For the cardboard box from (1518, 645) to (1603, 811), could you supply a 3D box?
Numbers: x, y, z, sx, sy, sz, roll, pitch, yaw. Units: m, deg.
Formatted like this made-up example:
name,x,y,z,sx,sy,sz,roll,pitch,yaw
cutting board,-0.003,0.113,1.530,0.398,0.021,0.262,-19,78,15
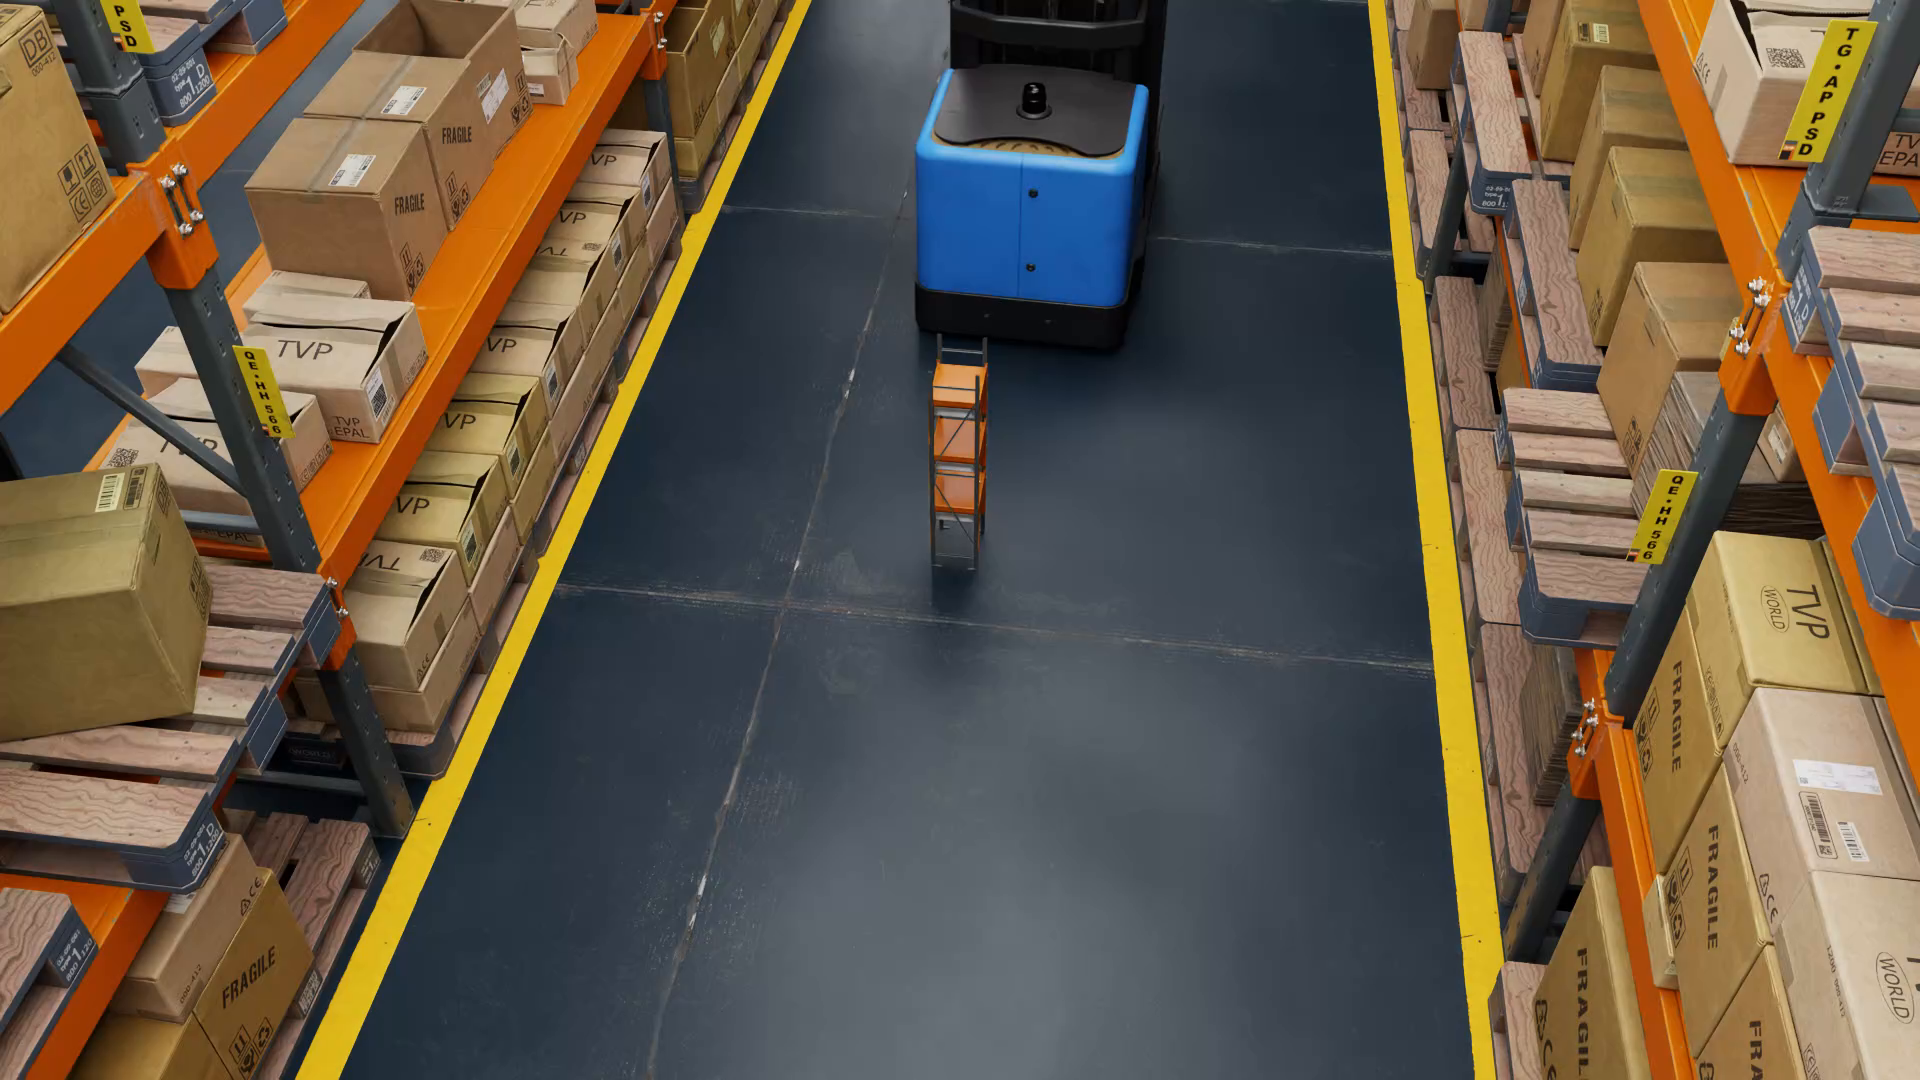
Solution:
name,x,y,z,sx,sy,sz,roll,pitch,yaw
cardboard box,2.427,0.630,5.924,0.700,0.500,0.500,6,44,6

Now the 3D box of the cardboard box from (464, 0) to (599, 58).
name,x,y,z,sx,sy,sz,roll,pitch,yaw
cardboard box,-2.020,-2.403,7.737,0.500,0.250,0.500,8,44,8

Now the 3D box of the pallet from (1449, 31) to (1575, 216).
name,x,y,z,sx,sy,sz,roll,pitch,yaw
pallet,2.667,-1.772,7.101,1.003,0.211,1.213,5,44,6

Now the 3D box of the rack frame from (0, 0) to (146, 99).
name,x,y,z,sx,sy,sz,roll,pitch,yaw
rack frame,-2.527,-2.249,3.102,1.000,3.000,0.127,5,44,6

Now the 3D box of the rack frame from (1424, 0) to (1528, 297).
name,x,y,z,sx,sy,sz,roll,pitch,yaw
rack frame,2.912,-2.349,7.571,1.000,3.000,0.127,5,44,6

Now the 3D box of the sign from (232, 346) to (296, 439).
name,x,y,z,sx,sy,sz,roll,pitch,yaw
sign,-1.988,-0.419,4.749,0.100,0.325,0.005,5,44,6

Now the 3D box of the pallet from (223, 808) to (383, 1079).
name,x,y,z,sx,sy,sz,roll,pitch,yaw
pallet,-2.663,1.447,5.590,1.003,0.211,1.213,5,44,6

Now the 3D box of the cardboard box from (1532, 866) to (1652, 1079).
name,x,y,z,sx,sy,sz,roll,pitch,yaw
cardboard box,2.156,1.495,4.770,0.750,0.750,0.750,5,44,5

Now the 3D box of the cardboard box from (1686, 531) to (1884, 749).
name,x,y,z,sx,sy,sz,roll,pitch,yaw
cardboard box,2.064,0.259,3.968,0.500,0.250,0.500,6,44,7

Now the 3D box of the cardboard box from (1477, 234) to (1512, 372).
name,x,y,z,sx,sy,sz,roll,pitch,yaw
cardboard box,2.832,-1.098,7.748,0.700,0.500,0.500,7,44,7

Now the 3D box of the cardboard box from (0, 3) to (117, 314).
name,x,y,z,sx,sy,sz,roll,pitch,yaw
cardboard box,-2.551,-0.896,3.782,0.910,0.500,0.500,5,44,6

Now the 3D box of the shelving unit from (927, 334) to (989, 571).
name,x,y,z,sx,sy,sz,roll,pitch,yaw
shelving unit,-0.007,-0.345,6.873,0.215,1.050,0.252,5,44,6

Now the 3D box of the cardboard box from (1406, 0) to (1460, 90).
name,x,y,z,sx,sy,sz,roll,pitch,yaw
cardboard box,3.039,-2.980,9.736,0.700,0.500,0.500,3,44,3

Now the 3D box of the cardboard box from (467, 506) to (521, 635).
name,x,y,z,sx,sy,sz,roll,pitch,yaw
cardboard box,-2.101,0.103,6.677,0.500,0.250,0.500,4,44,4

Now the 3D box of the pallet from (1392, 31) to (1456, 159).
name,x,y,z,sx,sy,sz,roll,pitch,yaw
pallet,3.125,-2.631,9.897,1.003,0.211,1.213,5,44,6

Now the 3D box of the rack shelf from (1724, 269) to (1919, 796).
name,x,y,z,sx,sy,sz,roll,pitch,yaw
rack shelf,2.119,0.912,2.469,1.077,0.370,4.000,5,44,6

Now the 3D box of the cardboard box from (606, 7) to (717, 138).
name,x,y,z,sx,sy,sz,roll,pitch,yaw
cardboard box,-1.627,-2.511,8.891,0.500,0.500,0.500,5,44,6

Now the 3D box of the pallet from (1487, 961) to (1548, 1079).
name,x,y,z,sx,sy,sz,roll,pitch,yaw
pallet,2.205,1.920,5.091,1.003,0.211,1.213,5,44,6

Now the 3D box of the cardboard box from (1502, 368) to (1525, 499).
name,x,y,z,sx,sy,sz,roll,pitch,yaw
cardboard box,2.705,-0.397,7.008,0.700,0.500,0.500,6,44,6

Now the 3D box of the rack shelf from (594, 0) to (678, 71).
name,x,y,z,sx,sy,sz,roll,pitch,yaw
rack shelf,-1.734,-3.898,9.731,1.077,0.370,4.000,5,44,6

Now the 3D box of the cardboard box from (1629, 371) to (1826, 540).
name,x,y,z,sx,sy,sz,roll,pitch,yaw
cardboard box,2.436,-0.140,4.846,0.700,0.500,0.500,1,43,1

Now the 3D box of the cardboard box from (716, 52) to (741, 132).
name,x,y,z,sx,sy,sz,roll,pitch,yaw
cardboard box,-1.565,-2.579,9.509,0.500,0.250,0.500,5,44,6

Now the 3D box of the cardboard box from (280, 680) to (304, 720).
name,x,y,z,sx,sy,sz,roll,pitch,yaw
cardboard box,-2.699,0.395,6.368,0.500,0.250,0.500,6,44,7

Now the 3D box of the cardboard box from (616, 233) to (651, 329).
name,x,y,z,sx,sy,sz,roll,pitch,yaw
cardboard box,-1.834,-1.297,8.155,0.500,0.250,0.500,5,44,5

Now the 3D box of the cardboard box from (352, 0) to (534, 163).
name,x,y,z,sx,sy,sz,roll,pitch,yaw
cardboard box,-2.186,-1.952,7.079,0.500,0.500,0.500,8,44,9

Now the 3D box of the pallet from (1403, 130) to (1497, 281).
name,x,y,z,sx,sy,sz,roll,pitch,yaw
pallet,2.966,-1.797,9.017,1.003,0.211,1.213,5,44,6

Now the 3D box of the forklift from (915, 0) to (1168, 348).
name,x,y,z,sx,sy,sz,roll,pitch,yaw
forklift,0.535,-3.028,8.338,1.130,2.935,3.031,7,44,7

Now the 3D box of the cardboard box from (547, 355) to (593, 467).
name,x,y,z,sx,sy,sz,roll,pitch,yaw
cardboard box,-1.970,-0.602,7.420,0.500,0.250,0.500,6,44,6

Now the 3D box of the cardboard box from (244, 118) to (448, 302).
name,x,y,z,sx,sy,sz,roll,pitch,yaw
cardboard box,-2.321,-1.252,6.340,0.500,0.500,0.500,3,44,3

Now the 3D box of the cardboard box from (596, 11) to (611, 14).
name,x,y,z,sx,sy,sz,roll,pitch,yaw
cardboard box,-2.076,-2.899,9.301,0.500,0.500,0.500,5,44,6

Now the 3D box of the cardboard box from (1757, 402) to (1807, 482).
name,x,y,z,sx,sy,sz,roll,pitch,yaw
cardboard box,2.399,-0.292,4.535,0.380,0.149,0.250,0,43,0

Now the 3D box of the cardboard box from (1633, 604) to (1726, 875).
name,x,y,z,sx,sy,sz,roll,pitch,yaw
cardboard box,2.066,0.533,4.224,0.500,0.500,0.500,6,44,7

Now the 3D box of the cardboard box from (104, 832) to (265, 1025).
name,x,y,z,sx,sy,sz,roll,pitch,yaw
cardboard box,-2.421,1.103,4.879,0.500,0.250,0.500,7,44,7

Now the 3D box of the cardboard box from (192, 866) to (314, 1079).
name,x,y,z,sx,sy,sz,roll,pitch,yaw
cardboard box,-2.418,1.336,5.178,0.500,0.500,0.500,7,44,7

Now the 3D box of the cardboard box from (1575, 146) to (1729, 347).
name,x,y,z,sx,sy,sz,roll,pitch,yaw
cardboard box,2.578,-0.991,5.745,0.700,0.500,0.500,5,44,6

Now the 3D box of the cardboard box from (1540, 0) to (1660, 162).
name,x,y,z,sx,sy,sz,roll,pitch,yaw
cardboard box,2.730,-1.821,6.621,0.700,0.500,0.500,9,44,10

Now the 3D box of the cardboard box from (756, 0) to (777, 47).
name,x,y,z,sx,sy,sz,roll,pitch,yaw
cardboard box,-1.434,-3.261,10.229,0.500,0.250,0.500,5,44,6

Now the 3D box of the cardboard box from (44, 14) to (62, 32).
name,x,y,z,sx,sy,sz,roll,pitch,yaw
cardboard box,-2.523,-1.572,4.373,0.500,0.250,0.500,2,43,2

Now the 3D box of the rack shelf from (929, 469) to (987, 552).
name,x,y,z,sx,sy,sz,roll,pitch,yaw
rack shelf,-0.007,-0.135,7.071,0.215,0.259,0.240,5,44,6

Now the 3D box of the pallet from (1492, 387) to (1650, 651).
name,x,y,z,sx,sy,sz,roll,pitch,yaw
pallet,2.372,-0.049,5.281,1.213,0.211,1.003,5,44,6

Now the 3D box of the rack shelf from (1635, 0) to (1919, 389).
name,x,y,z,sx,sy,sz,roll,pitch,yaw
rack shelf,2.648,-1.814,5.348,1.077,0.370,4.000,5,44,6

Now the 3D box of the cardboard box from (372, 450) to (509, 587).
name,x,y,z,sx,sy,sz,roll,pitch,yaw
cardboard box,-2.106,-0.117,6.501,0.500,0.311,0.500,4,44,4

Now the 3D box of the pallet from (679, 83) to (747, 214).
name,x,y,z,sx,sy,sz,roll,pitch,yaw
pallet,-1.852,-2.322,9.571,1.003,0.211,1.213,5,44,6

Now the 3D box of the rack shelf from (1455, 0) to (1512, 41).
name,x,y,z,sx,sy,sz,roll,pitch,yaw
rack shelf,3.177,-3.451,9.258,1.077,0.370,4.000,5,44,6

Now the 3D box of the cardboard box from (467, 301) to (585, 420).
name,x,y,z,sx,sy,sz,roll,pitch,yaw
cardboard box,-1.969,-0.815,7.238,0.500,0.311,0.500,5,44,5

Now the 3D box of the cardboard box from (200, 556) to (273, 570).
name,x,y,z,sx,sy,sz,roll,pitch,yaw
cardboard box,-2.702,0.192,6.174,0.500,0.311,0.500,6,44,7

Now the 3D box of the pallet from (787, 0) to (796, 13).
name,x,y,z,sx,sy,sz,roll,pitch,yaw
pallet,-1.529,-3.985,11.327,1.003,0.211,1.213,5,44,6

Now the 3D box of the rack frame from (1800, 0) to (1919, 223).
name,x,y,z,sx,sy,sz,roll,pitch,yaw
rack frame,2.384,-1.801,2.630,1.000,3.000,0.127,5,44,6

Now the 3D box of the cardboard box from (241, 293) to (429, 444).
name,x,y,z,sx,sy,sz,roll,pitch,yaw
cardboard box,-2.217,-0.630,5.821,0.500,0.311,0.500,5,44,5

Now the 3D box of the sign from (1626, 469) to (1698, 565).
name,x,y,z,sx,sy,sz,roll,pitch,yaw
sign,1.844,-0.057,4.367,0.100,0.325,0.005,5,44,6

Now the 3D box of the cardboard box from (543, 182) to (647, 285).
name,x,y,z,sx,sy,sz,roll,pitch,yaw
cardboard box,-1.830,-1.497,7.958,0.500,0.311,0.500,6,44,7

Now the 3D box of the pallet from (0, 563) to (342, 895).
name,x,y,z,sx,sy,sz,roll,pitch,yaw
pallet,-2.547,0.467,4.736,1.213,0.211,1.003,5,44,6

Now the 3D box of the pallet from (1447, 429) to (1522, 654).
name,x,y,z,sx,sy,sz,roll,pitch,yaw
pallet,2.652,0.028,7.089,1.003,0.211,1.213,5,44,6

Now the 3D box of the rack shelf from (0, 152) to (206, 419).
name,x,y,z,sx,sy,sz,roll,pitch,yaw
rack shelf,-2.792,0.465,2.942,1.077,0.370,4.000,5,44,6

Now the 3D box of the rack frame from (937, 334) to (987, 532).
name,x,y,z,sx,sy,sz,roll,pitch,yaw
rack frame,0.009,-0.428,6.961,0.200,1.050,0.008,5,44,6

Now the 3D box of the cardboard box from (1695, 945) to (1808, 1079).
name,x,y,z,sx,sy,sz,roll,pitch,yaw
cardboard box,1.921,1.228,3.490,0.500,0.500,0.500,5,44,5

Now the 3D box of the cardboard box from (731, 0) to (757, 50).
name,x,y,z,sx,sy,sz,roll,pitch,yaw
cardboard box,-1.495,-3.192,9.611,0.500,0.500,0.500,5,44,6

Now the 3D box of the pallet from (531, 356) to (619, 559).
name,x,y,z,sx,sy,sz,roll,pitch,yaw
pallet,-2.216,-0.445,7.588,1.003,0.211,1.213,5,44,6
